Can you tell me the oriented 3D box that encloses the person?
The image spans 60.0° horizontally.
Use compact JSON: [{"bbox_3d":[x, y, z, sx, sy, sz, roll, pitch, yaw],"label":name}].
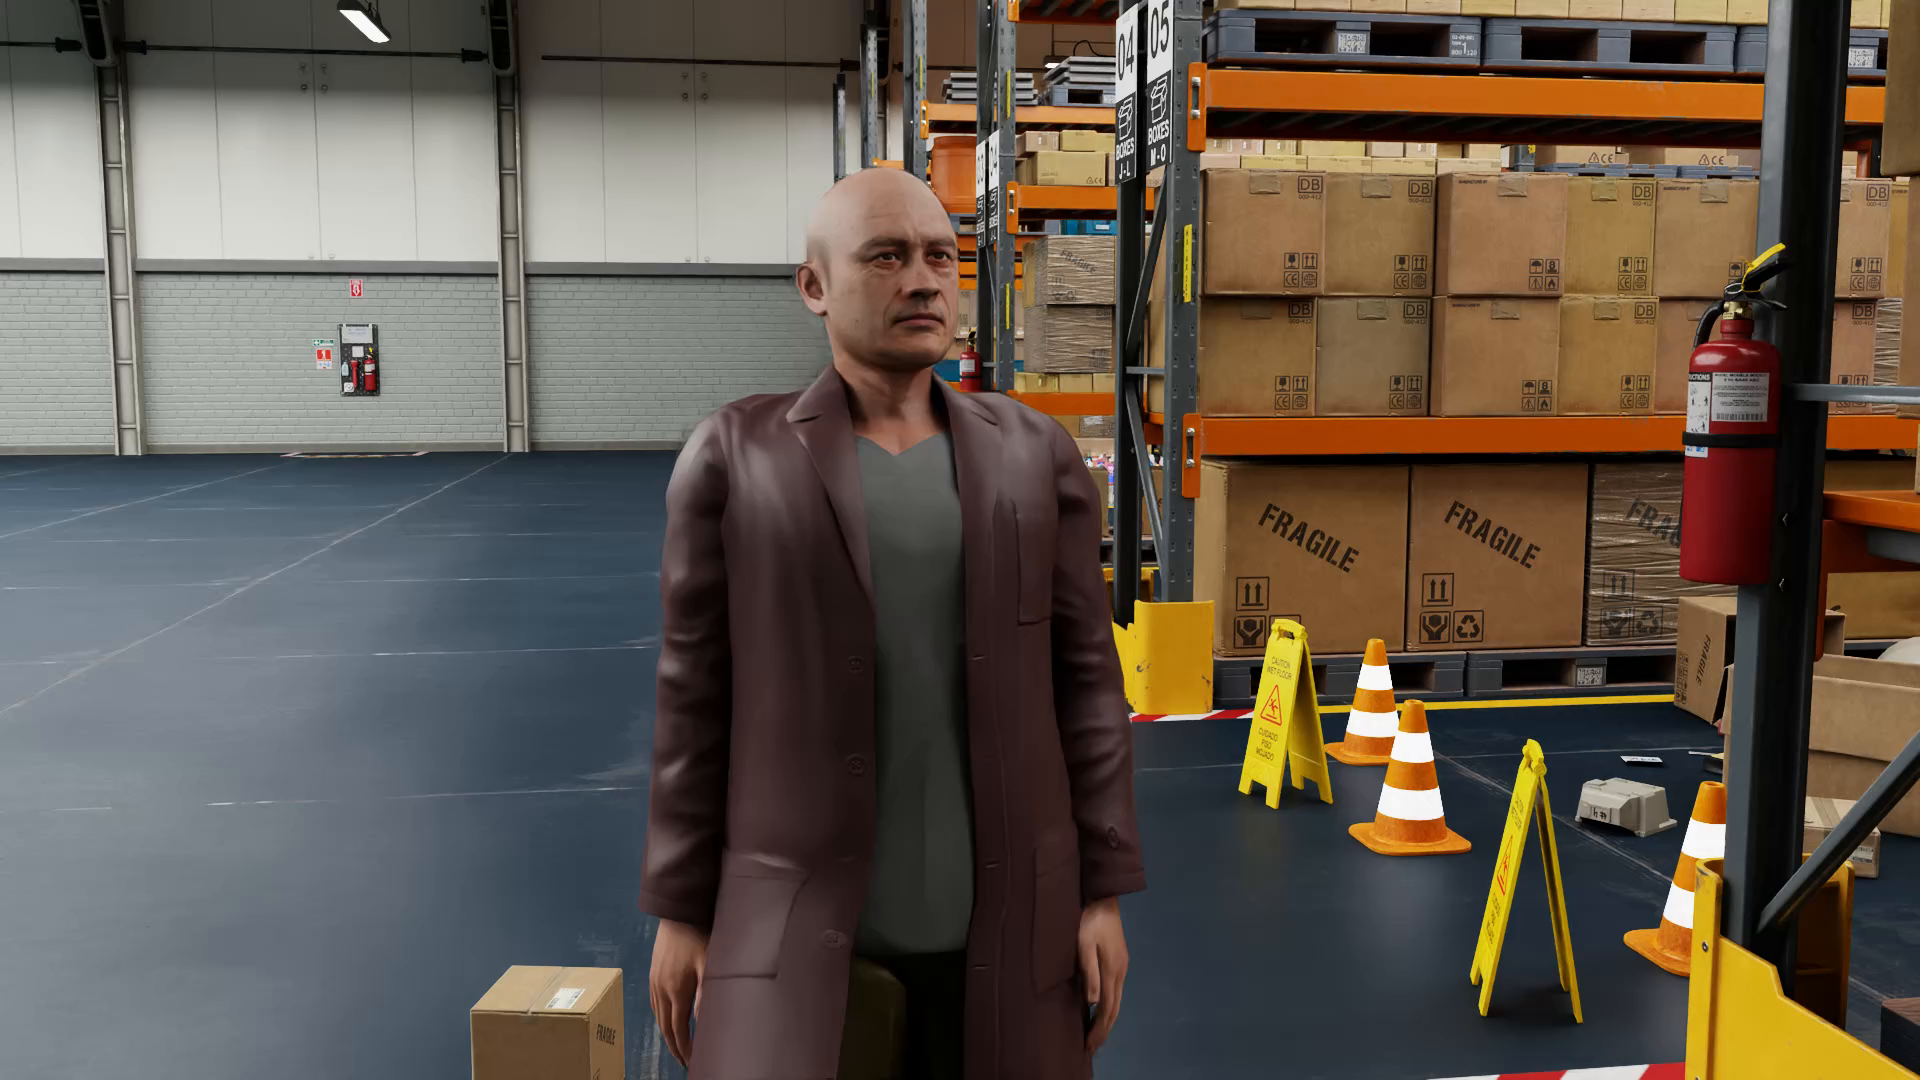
[{"bbox_3d":[-0.065,0.561,1.969,0.606,1.570,0.509,-2,7,-14],"label":"person"}]
